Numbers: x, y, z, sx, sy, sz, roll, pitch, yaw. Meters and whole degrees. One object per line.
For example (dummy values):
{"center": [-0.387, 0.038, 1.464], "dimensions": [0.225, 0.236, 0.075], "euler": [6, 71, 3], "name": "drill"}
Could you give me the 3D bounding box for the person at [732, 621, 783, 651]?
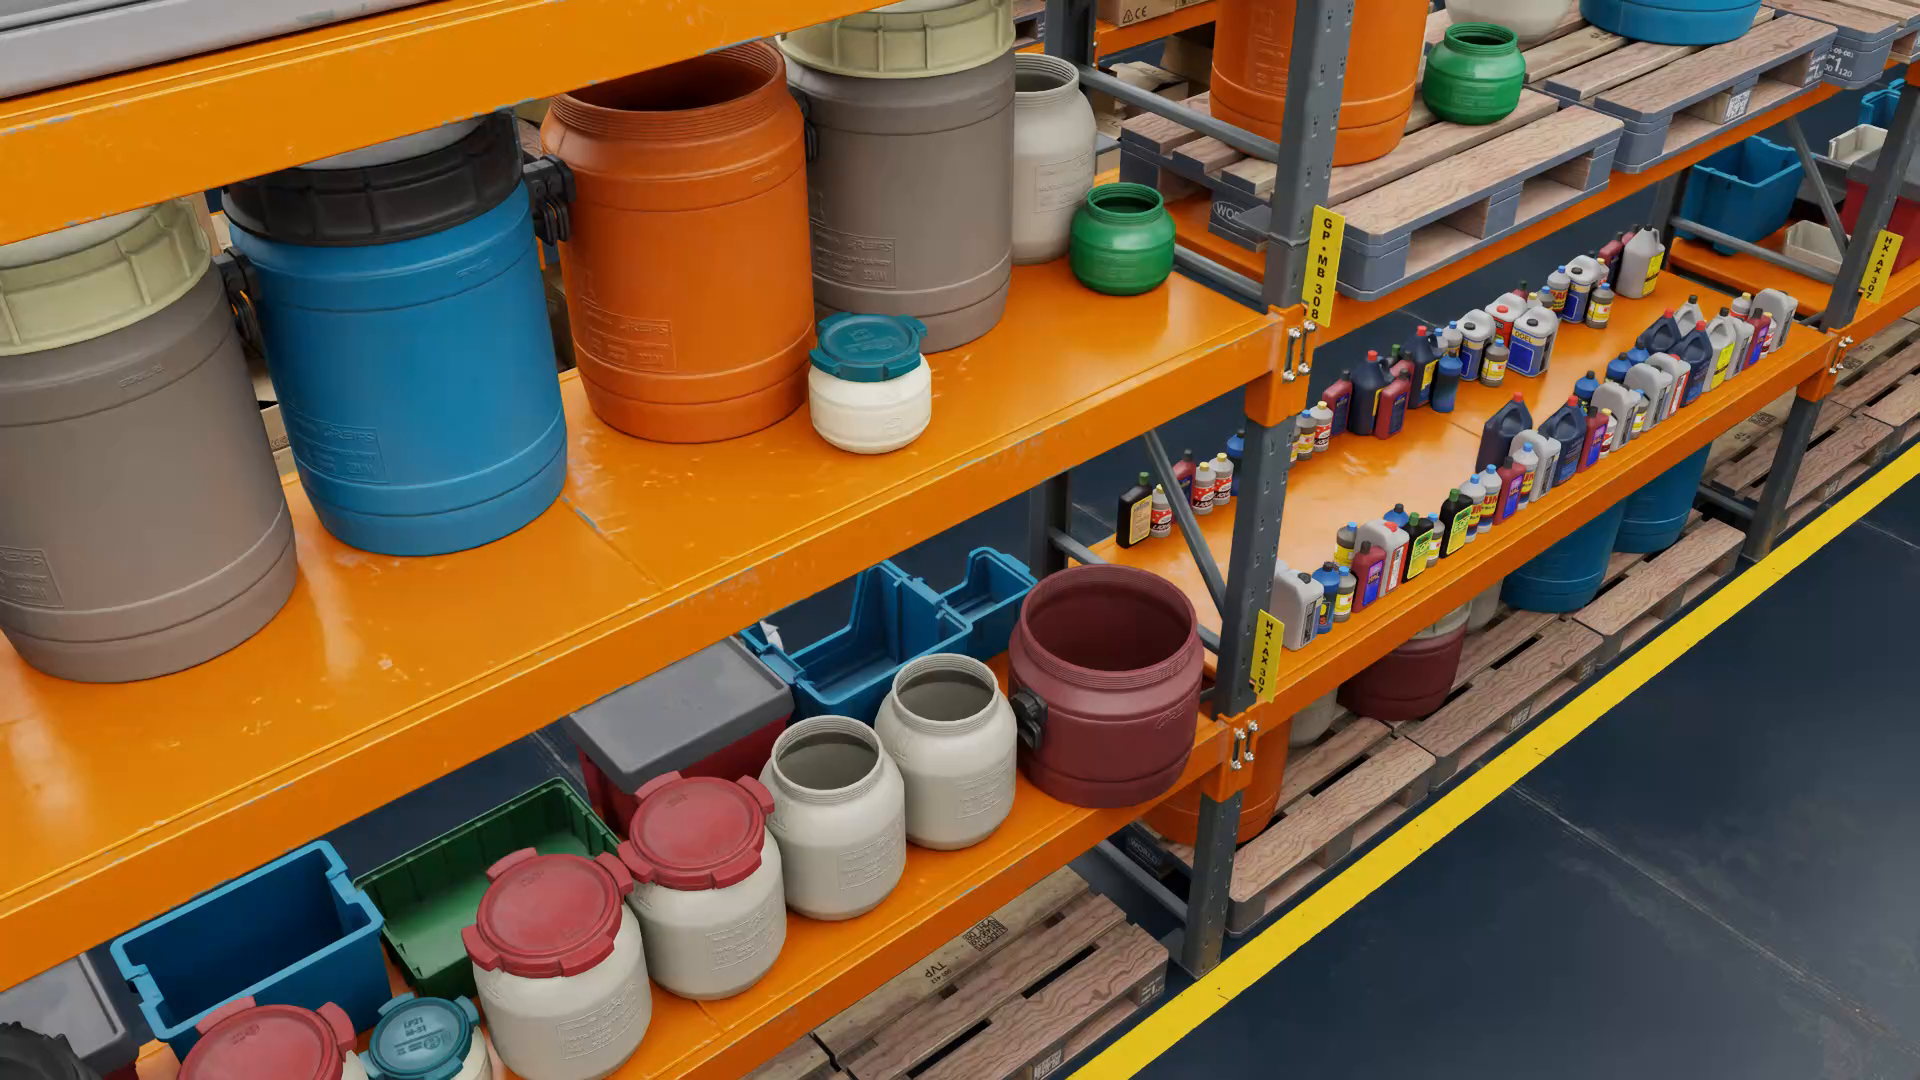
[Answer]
{"center": [-0.802, 0.792, 6.041], "dimensions": [0.437, 1.519, 0.960], "euler": [5, 37, 6], "name": "person"}
